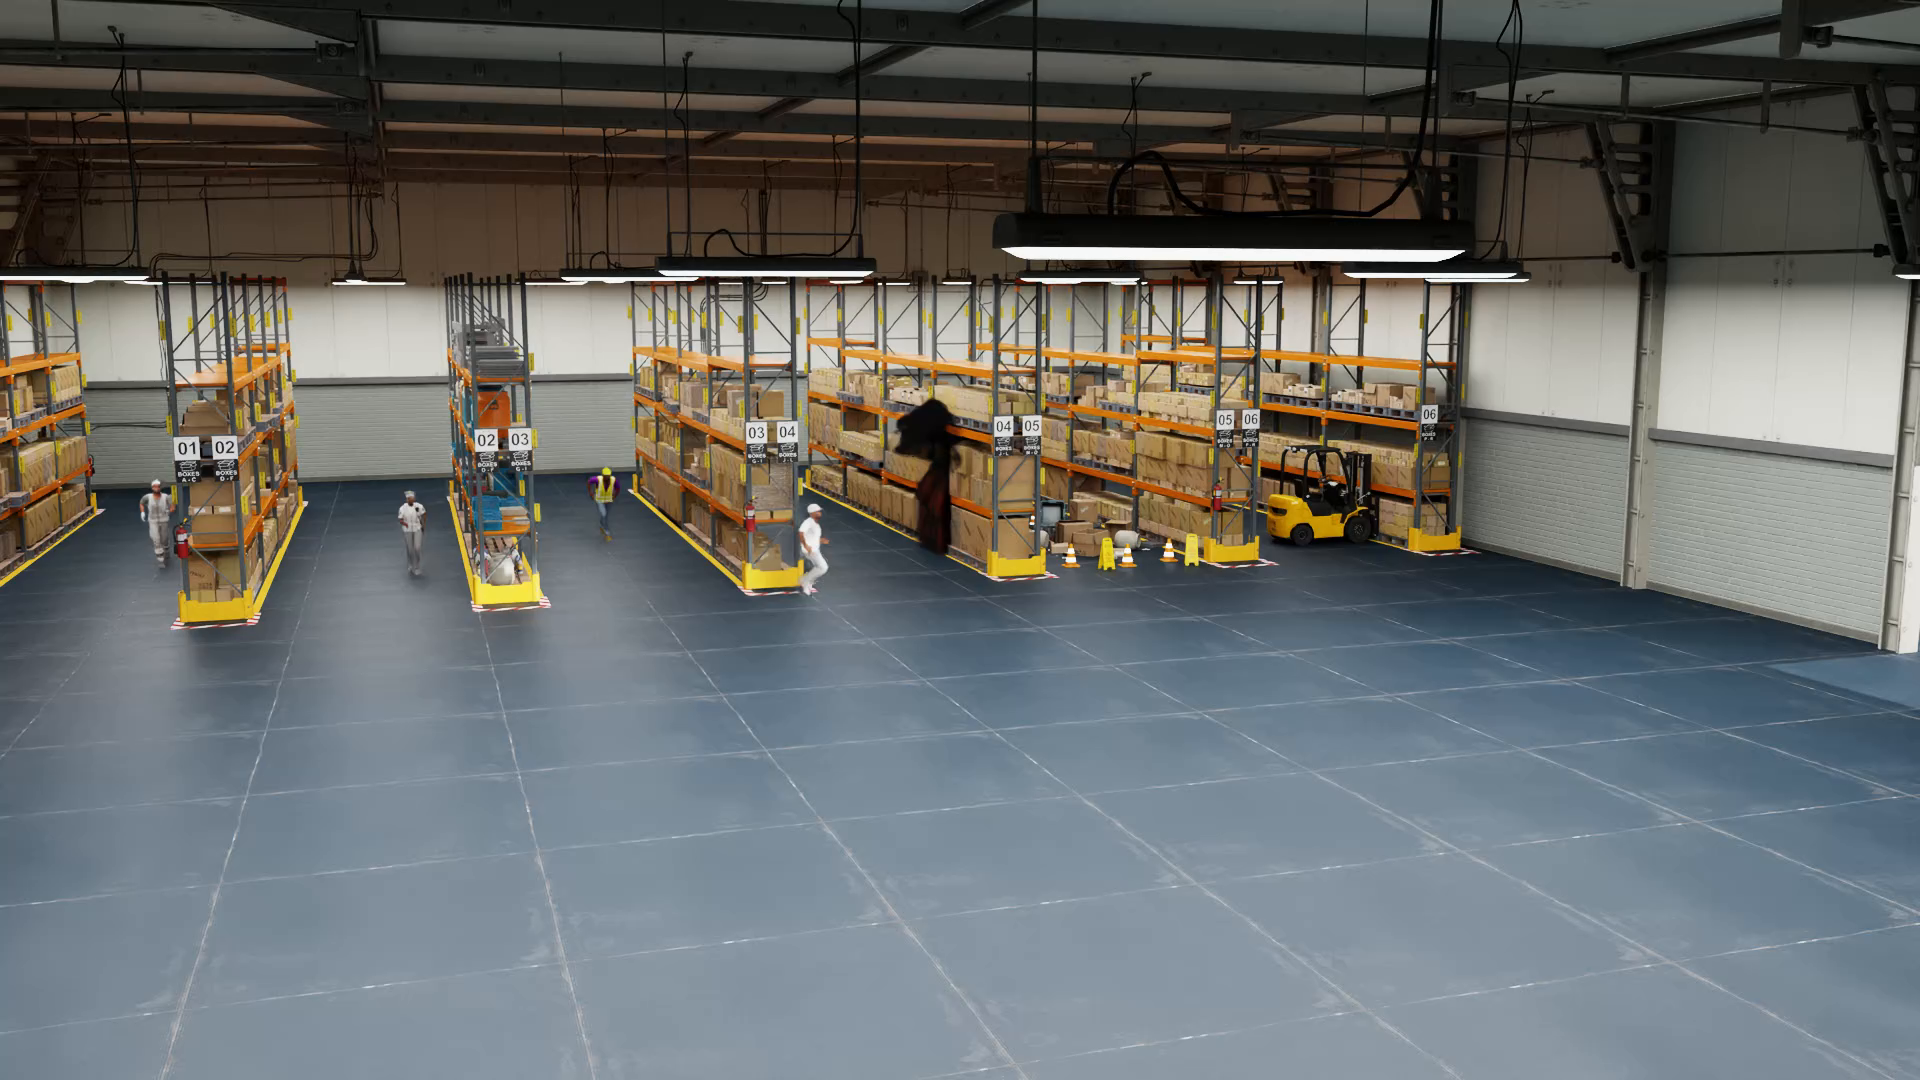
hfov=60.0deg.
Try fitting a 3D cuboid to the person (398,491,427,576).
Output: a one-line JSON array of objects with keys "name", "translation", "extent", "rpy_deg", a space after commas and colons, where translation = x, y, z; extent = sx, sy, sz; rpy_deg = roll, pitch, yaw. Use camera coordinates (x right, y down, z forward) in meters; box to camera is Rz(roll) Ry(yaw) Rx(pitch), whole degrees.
[{"name": "person", "translation": [-11.038, -0.141, 33.539], "extent": [0.524, 1.741, 0.767], "rpy_deg": [-2, 9, -11]}]

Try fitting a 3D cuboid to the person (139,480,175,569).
[{"name": "person", "translation": [-16.621, -0.356, 34.483], "extent": [0.668, 1.788, 1.003], "rpy_deg": [-4, 10, -27]}]

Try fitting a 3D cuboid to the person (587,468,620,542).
[{"name": "person", "translation": [-8.199, -0.844, 38.257], "extent": [0.746, 1.715, 1.061], "rpy_deg": [-4, 9, -22]}]

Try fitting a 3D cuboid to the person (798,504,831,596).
[{"name": "person", "translation": [-2.697, 0.170, 30.625], "extent": [0.595, 1.677, 0.718], "rpy_deg": [0, 9, 1]}]
